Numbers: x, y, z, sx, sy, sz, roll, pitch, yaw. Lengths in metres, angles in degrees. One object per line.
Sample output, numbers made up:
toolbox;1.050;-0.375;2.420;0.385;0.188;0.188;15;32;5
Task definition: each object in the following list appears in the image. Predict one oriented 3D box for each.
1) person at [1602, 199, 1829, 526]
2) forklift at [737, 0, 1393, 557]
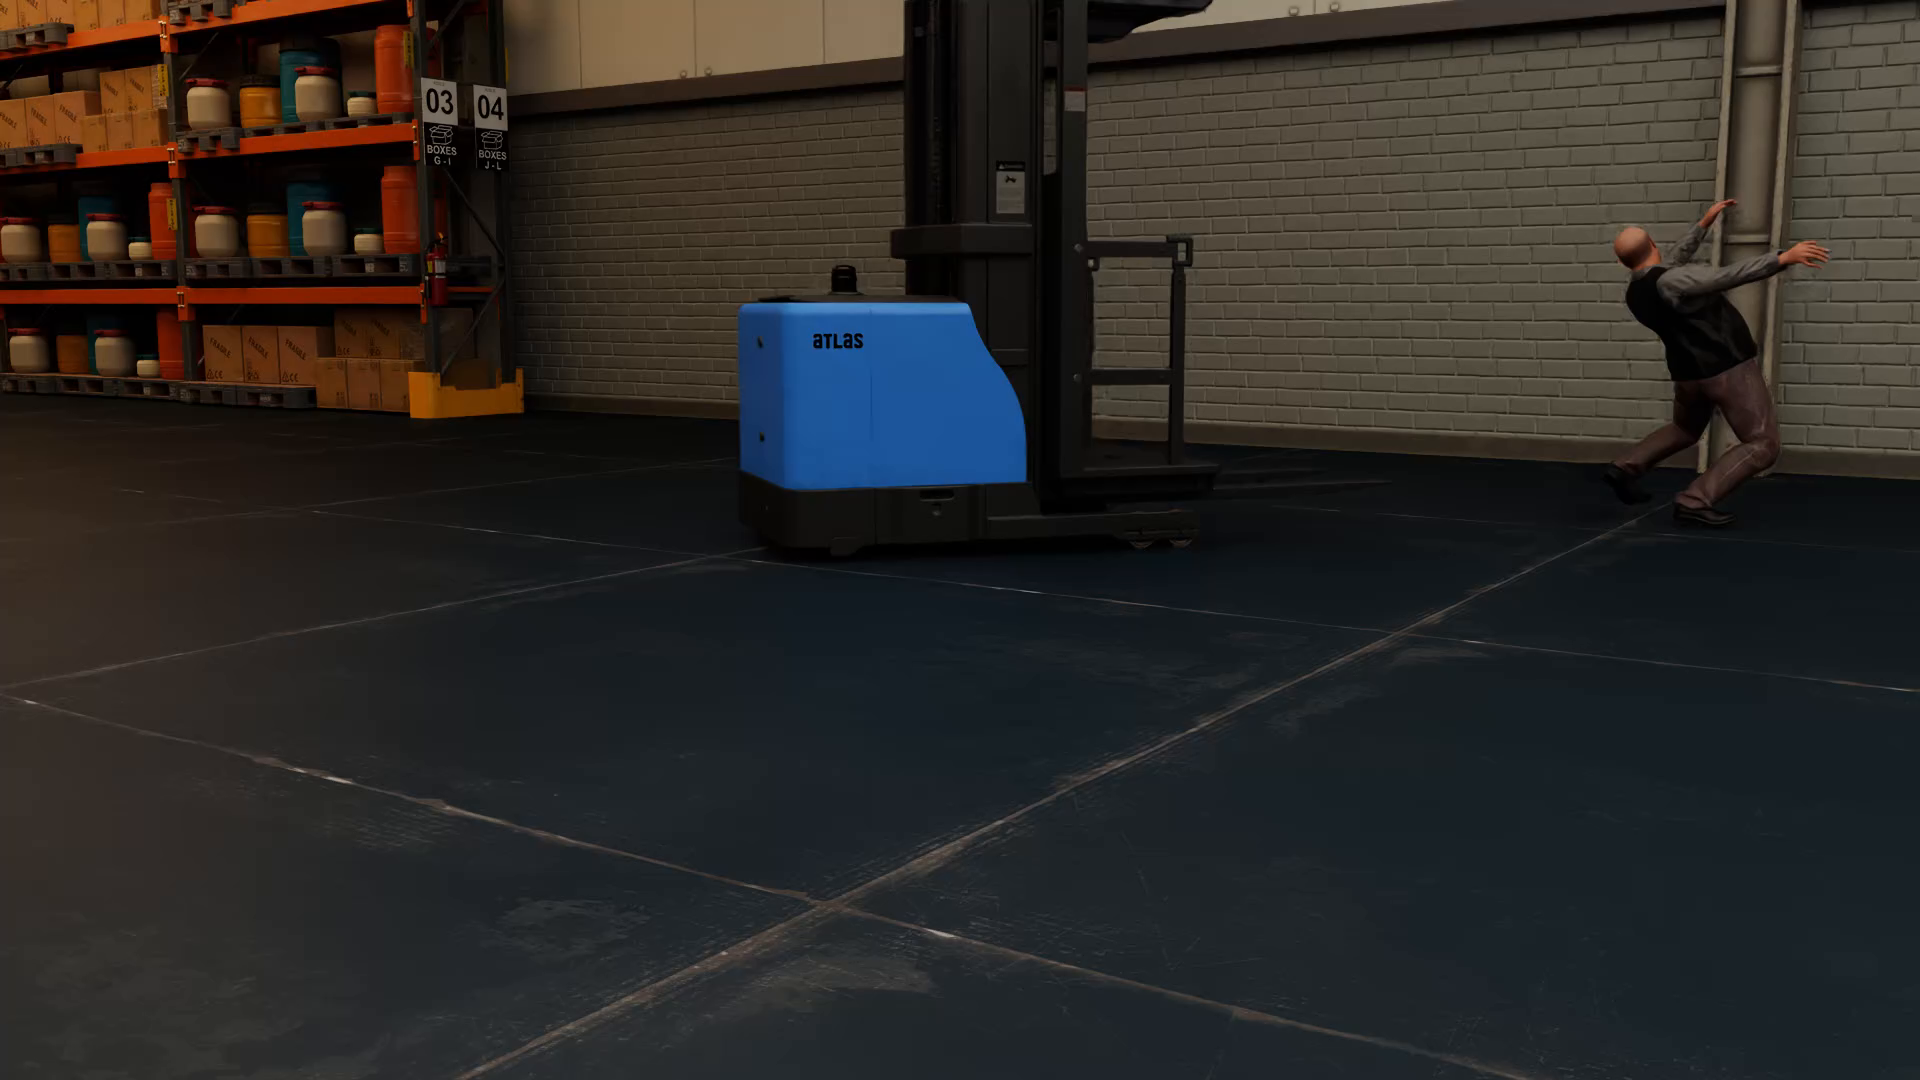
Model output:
person;3.580;-0.855;7.959;0.664;1.571;1.039;-2;8;-12
forklift;0.542;-1.482;7.617;3.031;2.935;1.130;-3;9;-19
